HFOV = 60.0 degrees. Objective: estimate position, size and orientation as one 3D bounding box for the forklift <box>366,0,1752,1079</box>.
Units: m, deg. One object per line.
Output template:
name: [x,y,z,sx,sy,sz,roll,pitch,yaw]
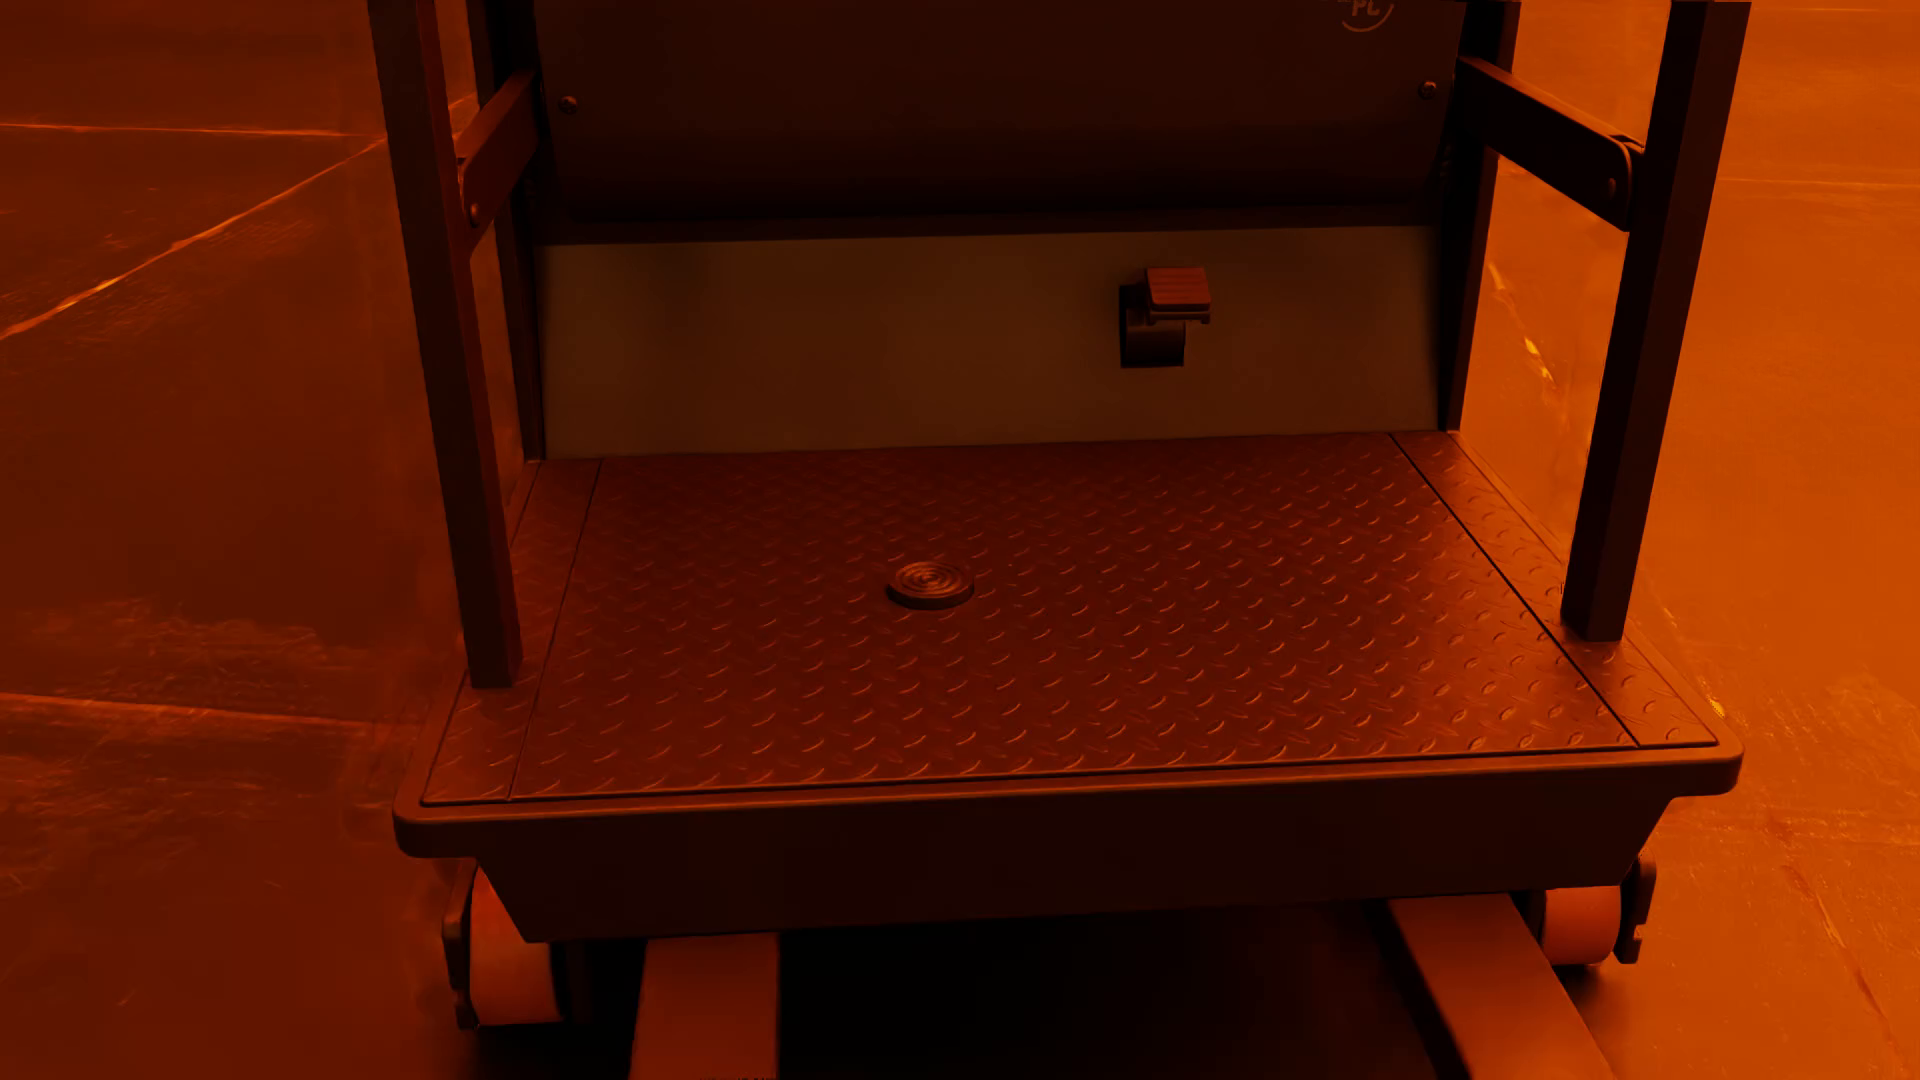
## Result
forklift: [0.065,-1.008,1.237,1.130,2.935,3.031,-2,27,-4]
